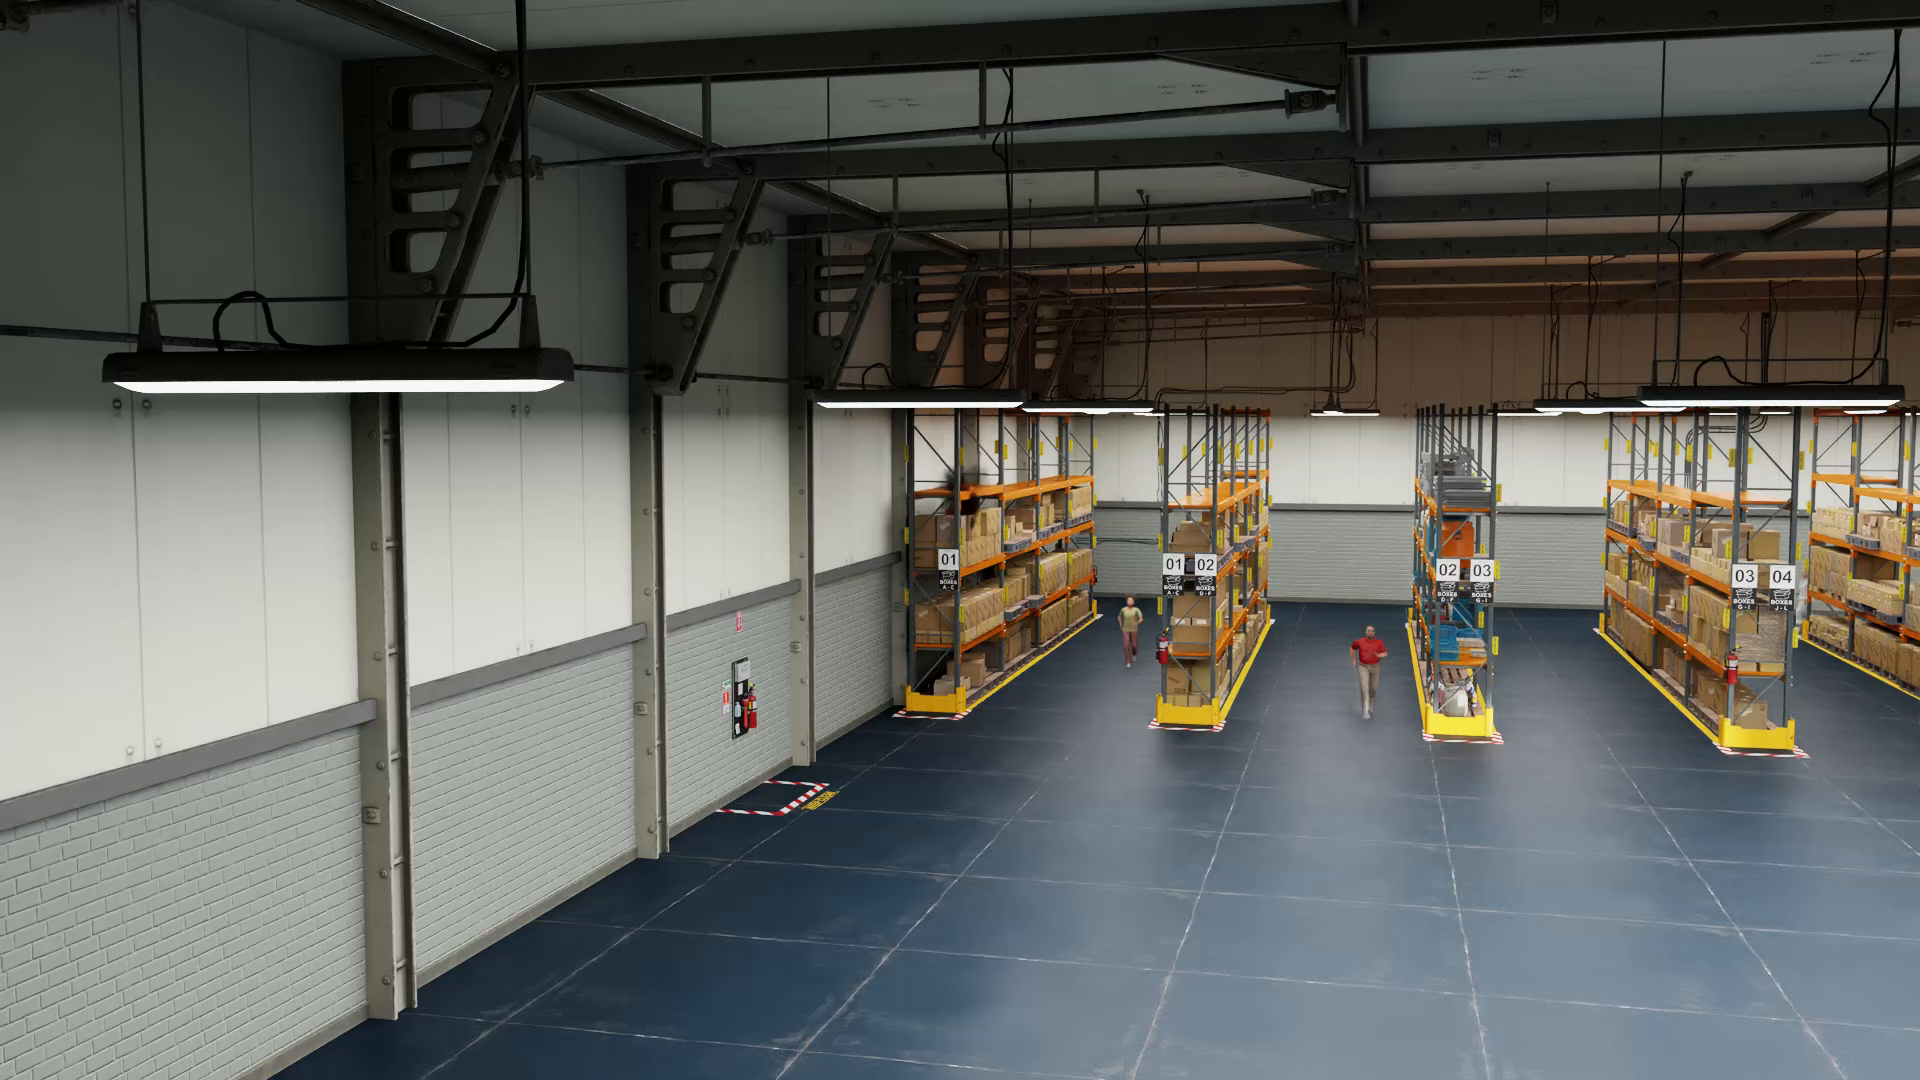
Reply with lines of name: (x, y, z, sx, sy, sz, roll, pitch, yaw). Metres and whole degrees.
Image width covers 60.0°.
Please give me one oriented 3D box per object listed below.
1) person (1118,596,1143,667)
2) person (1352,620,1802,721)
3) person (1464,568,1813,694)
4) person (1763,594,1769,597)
person: (3.926, 2.115, 38.485, 0.581, 1.608, 0.752, 1, 4, 12)
person: (15.174, 2.120, 38.060, 14.878, 1.694, 13.520, 0, 4, 2)
person: (11.688, 1.240, 38.487, 22.124, 3.380, 13.243, 0, 4, 2)
person: (20.369, 1.833, 41.633, 0.742, 1.744, 0.705, 1, 4, 19)
